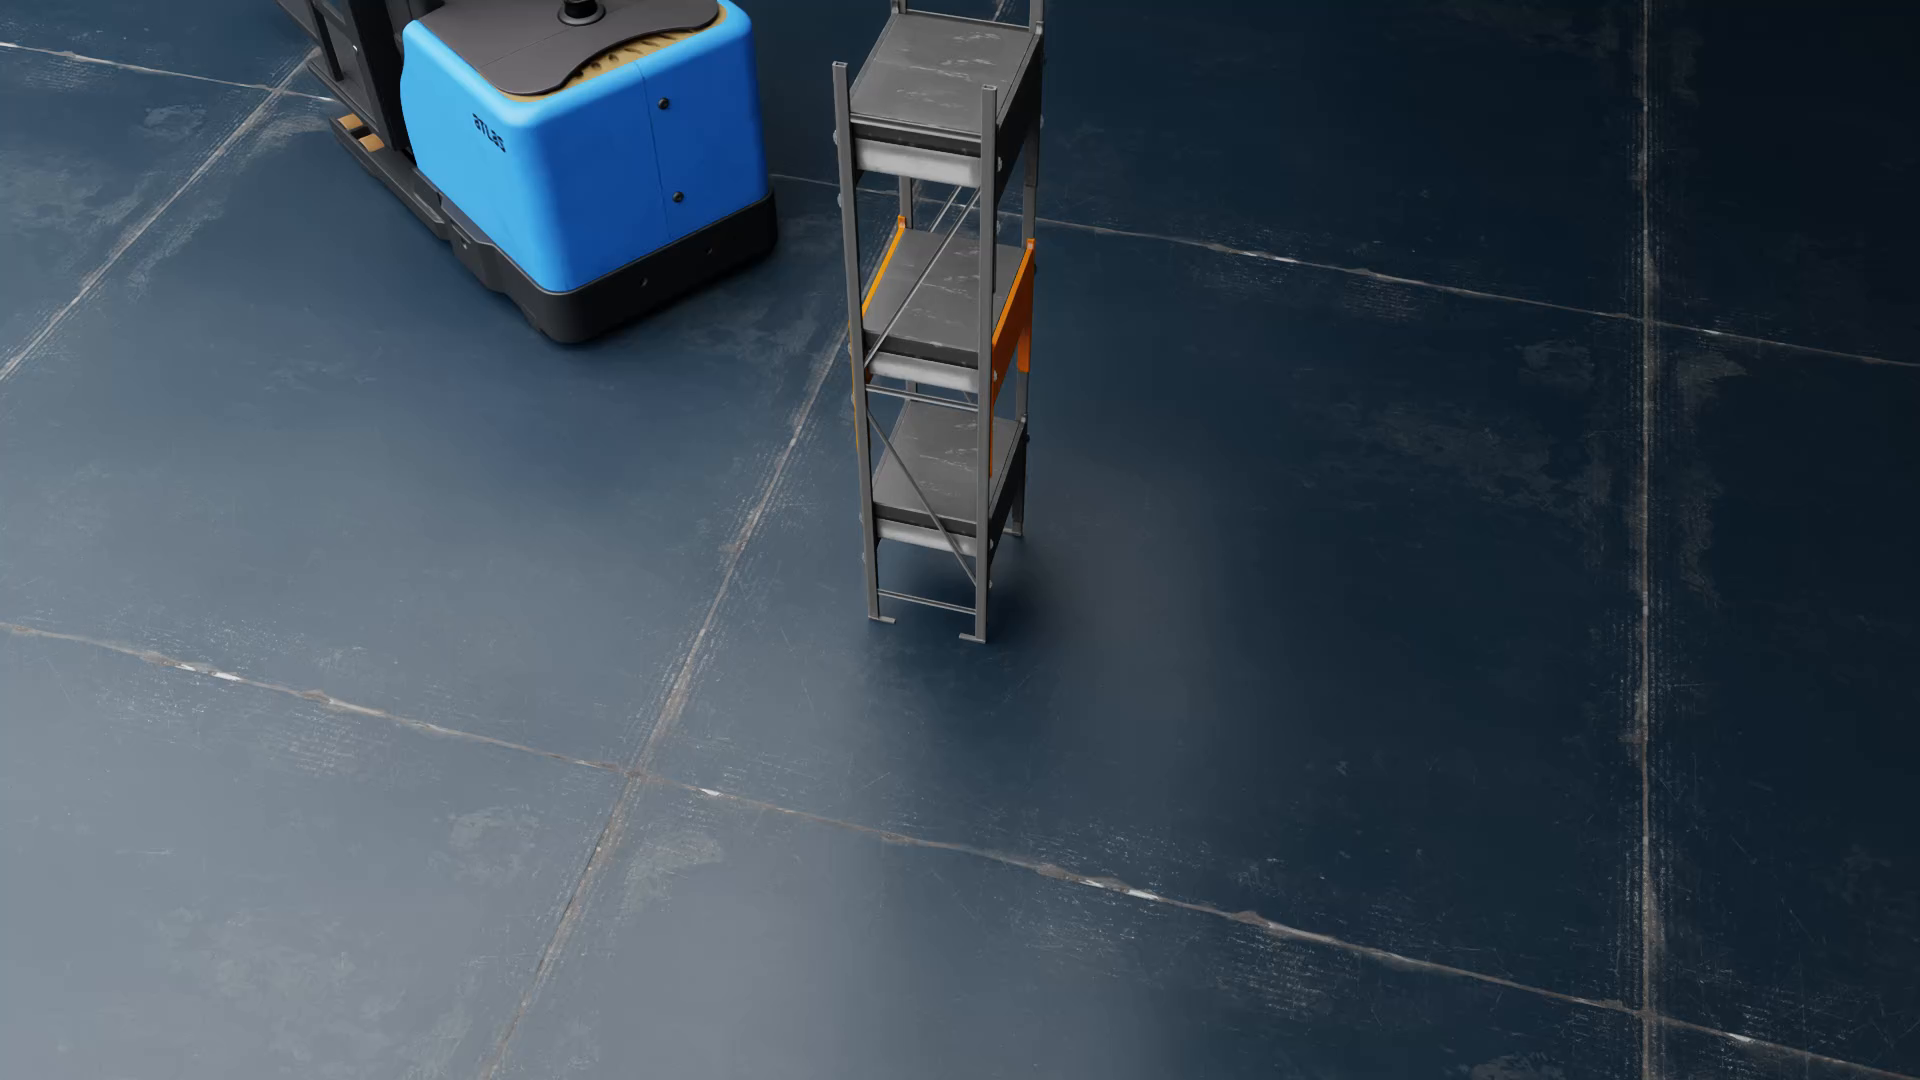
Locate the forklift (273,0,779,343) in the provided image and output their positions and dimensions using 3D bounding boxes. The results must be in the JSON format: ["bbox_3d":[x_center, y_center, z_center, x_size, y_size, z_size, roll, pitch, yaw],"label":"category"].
[{"bbox_3d":[-2.067,-2.758,6.229,1.130,2.935,3.031,-32,56,-25],"label":"forklift"}]

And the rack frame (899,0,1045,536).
[{"bbox_3d":[0.021,-0.752,5.013,0.400,2.100,0.015,12,50,10],"label":"rack frame"}]

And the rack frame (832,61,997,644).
[{"bbox_3d":[-0.108,-0.399,4.701,0.400,2.100,0.015,12,50,10],"label":"rack frame"}]

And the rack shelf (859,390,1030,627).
[{"bbox_3d":[-0.044,-0.103,5.392,0.431,0.518,0.480,12,50,10],"label":"rack shelf"}]

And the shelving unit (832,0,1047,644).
[{"bbox_3d":[-0.044,-0.575,4.857,0.431,2.100,0.503,12,50,10],"label":"shelving unit"}]

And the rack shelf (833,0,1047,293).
[{"bbox_3d":[-0.044,-1.029,4.342,0.431,0.518,0.480,12,50,10],"label":"rack shelf"}]

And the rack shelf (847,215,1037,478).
[{"bbox_3d":[-0.044,-0.566,4.867,0.431,0.518,0.480,12,50,10],"label":"rack shelf"}]
